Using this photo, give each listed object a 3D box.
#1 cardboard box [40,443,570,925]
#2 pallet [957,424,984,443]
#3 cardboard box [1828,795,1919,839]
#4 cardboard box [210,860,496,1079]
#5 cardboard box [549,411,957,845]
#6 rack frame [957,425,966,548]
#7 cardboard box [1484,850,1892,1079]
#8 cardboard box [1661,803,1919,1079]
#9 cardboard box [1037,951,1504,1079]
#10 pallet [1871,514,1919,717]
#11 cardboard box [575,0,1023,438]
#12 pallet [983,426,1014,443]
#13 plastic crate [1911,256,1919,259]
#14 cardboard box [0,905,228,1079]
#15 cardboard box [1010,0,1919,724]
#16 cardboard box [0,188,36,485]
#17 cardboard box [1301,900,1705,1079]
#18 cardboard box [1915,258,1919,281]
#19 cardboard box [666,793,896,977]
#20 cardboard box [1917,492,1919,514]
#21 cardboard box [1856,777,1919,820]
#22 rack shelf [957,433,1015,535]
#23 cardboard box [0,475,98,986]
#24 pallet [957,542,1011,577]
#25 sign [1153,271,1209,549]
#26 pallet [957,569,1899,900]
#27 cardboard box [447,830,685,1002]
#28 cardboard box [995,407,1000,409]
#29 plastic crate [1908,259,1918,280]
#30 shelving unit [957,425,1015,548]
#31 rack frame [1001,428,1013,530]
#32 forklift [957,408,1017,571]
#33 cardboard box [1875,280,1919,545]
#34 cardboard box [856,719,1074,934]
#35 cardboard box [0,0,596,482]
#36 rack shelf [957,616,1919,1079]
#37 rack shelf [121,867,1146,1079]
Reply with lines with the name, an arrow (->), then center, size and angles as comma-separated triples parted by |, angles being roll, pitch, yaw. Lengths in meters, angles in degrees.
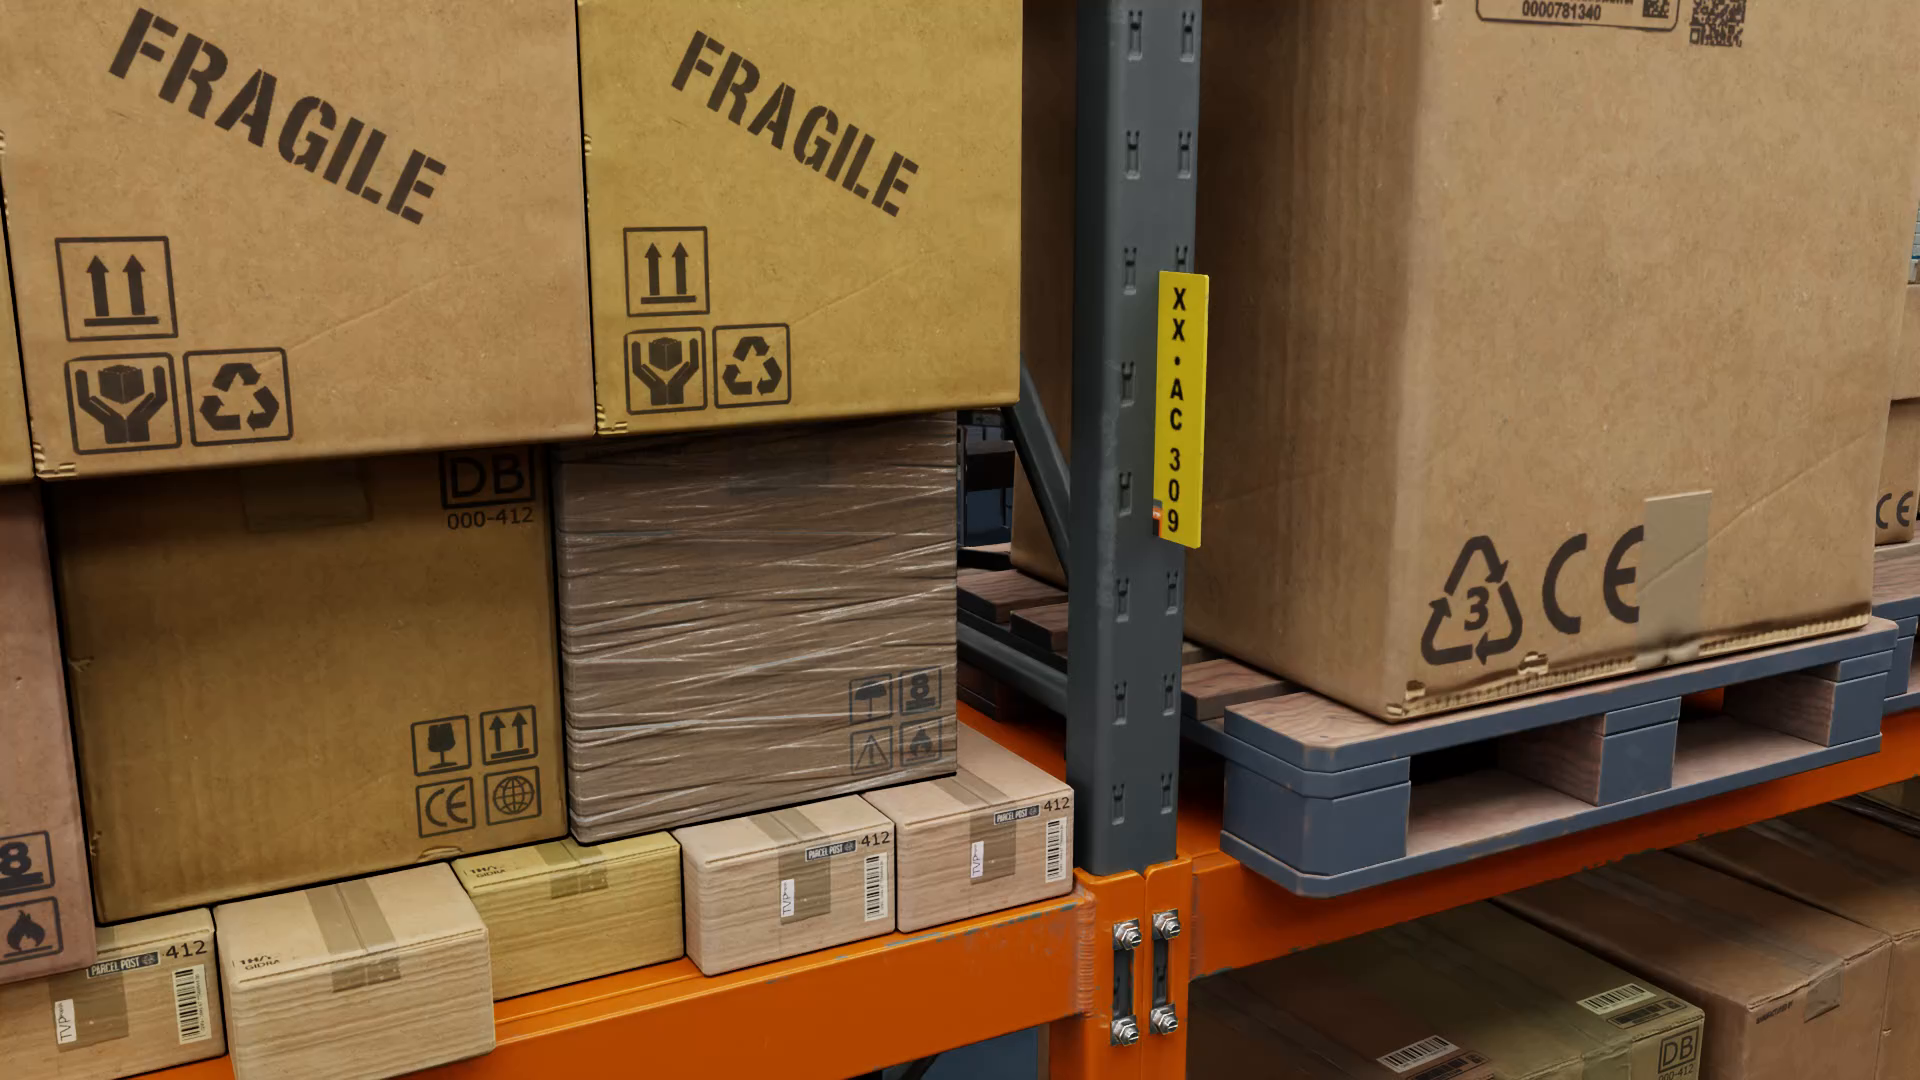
cardboard box -> -0.884, 0.049, 2.156 | 0.500, 0.500, 0.875 | -7, 14, -28
pallet -> -0.563, -0.880, 13.538 | 1.213, 0.211, 1.003 | -7, 14, -28
cardboard box -> 2.448, 0.881, 4.056 | 0.500, 0.500, 0.700 | -8, 15, -33
cardboard box -> -0.690, 0.450, 1.849 | 0.250, 0.149, 0.380 | -7, 14, -28
cardboard box -> -0.429, 0.003, 2.360 | 0.500, 0.500, 0.875 | -7, 14, -28
rack frame -> -0.069, -1.016, 9.842 | 0.015, 2.100, 0.400 | -7, 14, -28
cardboard box -> 1.464, 1.000, 3.524 | 0.500, 0.500, 0.700 | -8, 15, -33
cardboard box -> 1.953, 0.941, 3.785 | 0.500, 0.500, 0.700 | -6, 14, -23
cardboard box -> 0.545, 1.106, 3.055 | 0.500, 0.500, 0.700 | -8, 15, -32
pallet -> 1.789, 0.050, 3.491 | 1.213, 0.211, 1.003 | -7, 14, -28
cardboard box -> -0.267, -0.420, 1.961 | 0.500, 0.500, 0.500 | -7, 14, -28
pallet -> 0.507, -1.007, 14.104 | 1.213, 0.211, 1.003 | -7, 14, -28
plastic crate -> 7.203, -1.971, 12.282 | 0.300, 0.233, 0.416 | -7, 14, -28
cardboard box -> -0.973, 0.451, 1.846 | 0.250, 0.149, 0.380 | -7, 14, -28
cardboard box -> 0.761, -0.393, 2.700 | 1.000, 1.000, 1.000 | -7, 14, -27
cardboard box -> -1.145, -0.315, 1.493 | 0.500, 0.500, 0.500 | -7, 14, -28
cardboard box -> 0.973, 1.059, 3.262 | 0.500, 0.500, 0.700 | -7, 14, -28
cardboard box -> 2.610, -0.371, 3.740 | 0.500, 0.500, 0.700 | -5, 13, -20
cardboard box -> -0.276, 0.388, 2.127 | 0.250, 0.149, 0.380 | -7, 14, -28
cardboard box -> 2.173, -0.171, 3.388 | 0.258, 0.266, 0.396 | -7, 15, -29
cardboard box -> 2.473, 0.514, 3.979 | 0.500, 0.250, 0.500 | -5, 14, -22
rack shelf -> 0.145, -0.346, 10.113 | 0.480, 0.518, 0.431 | -7, 14, -28
cardboard box -> -1.275, 0.121, 1.836 | 0.500, 0.500, 0.875 | -7, 14, -28
pallet -> 0.435, 0.220, 8.649 | 1.213, 0.211, 1.003 | -7, 14, -28
sign -> 0.263, -0.157, 2.004 | 0.005, 0.325, 0.100 | -7, 14, -28
pallet -> 0.737, 0.203, 2.814 | 1.213, 0.211, 1.003 | -7, 14, -28
cardboard box -> -0.524, 0.402, 2.062 | 0.250, 0.149, 0.380 | -7, 14, -28
cardboard box -> 0.200, -1.265, 13.589 | 0.500, 0.500, 0.500 | -7, 14, -29
plastic crate -> 6.073, -1.731, 11.104 | 0.530, 0.282, 0.437 | -7, 14, -28
shelving unit -> 0.145, -1.042, 9.956 | 0.503, 2.100, 0.431 | -7, 14, -28
rack frame -> 0.359, -1.067, 10.070 | 0.015, 2.100, 0.400 | -7, 14, -28
forklift -> -0.142, -0.523, 5.757 | 3.031, 2.935, 1.130 | 6, 14, 25
cardboard box -> 1.473, -0.294, 3.393 | 0.637, 0.503, 0.797 | -5, 14, -22
cardboard box -> -0.052, 0.363, 2.236 | 0.250, 0.149, 0.380 | -7, 14, -28
cardboard box -> -0.705, -0.367, 1.726 | 0.500, 0.500, 0.500 | -7, 14, -28
rack shelf -> 1.752, 0.302, 3.574 | 4.000, 0.370, 1.077 | -7, 14, -28
rack shelf -> -1.759, 0.723, 1.705 | 4.000, 0.370, 1.077 | -7, 14, -28
